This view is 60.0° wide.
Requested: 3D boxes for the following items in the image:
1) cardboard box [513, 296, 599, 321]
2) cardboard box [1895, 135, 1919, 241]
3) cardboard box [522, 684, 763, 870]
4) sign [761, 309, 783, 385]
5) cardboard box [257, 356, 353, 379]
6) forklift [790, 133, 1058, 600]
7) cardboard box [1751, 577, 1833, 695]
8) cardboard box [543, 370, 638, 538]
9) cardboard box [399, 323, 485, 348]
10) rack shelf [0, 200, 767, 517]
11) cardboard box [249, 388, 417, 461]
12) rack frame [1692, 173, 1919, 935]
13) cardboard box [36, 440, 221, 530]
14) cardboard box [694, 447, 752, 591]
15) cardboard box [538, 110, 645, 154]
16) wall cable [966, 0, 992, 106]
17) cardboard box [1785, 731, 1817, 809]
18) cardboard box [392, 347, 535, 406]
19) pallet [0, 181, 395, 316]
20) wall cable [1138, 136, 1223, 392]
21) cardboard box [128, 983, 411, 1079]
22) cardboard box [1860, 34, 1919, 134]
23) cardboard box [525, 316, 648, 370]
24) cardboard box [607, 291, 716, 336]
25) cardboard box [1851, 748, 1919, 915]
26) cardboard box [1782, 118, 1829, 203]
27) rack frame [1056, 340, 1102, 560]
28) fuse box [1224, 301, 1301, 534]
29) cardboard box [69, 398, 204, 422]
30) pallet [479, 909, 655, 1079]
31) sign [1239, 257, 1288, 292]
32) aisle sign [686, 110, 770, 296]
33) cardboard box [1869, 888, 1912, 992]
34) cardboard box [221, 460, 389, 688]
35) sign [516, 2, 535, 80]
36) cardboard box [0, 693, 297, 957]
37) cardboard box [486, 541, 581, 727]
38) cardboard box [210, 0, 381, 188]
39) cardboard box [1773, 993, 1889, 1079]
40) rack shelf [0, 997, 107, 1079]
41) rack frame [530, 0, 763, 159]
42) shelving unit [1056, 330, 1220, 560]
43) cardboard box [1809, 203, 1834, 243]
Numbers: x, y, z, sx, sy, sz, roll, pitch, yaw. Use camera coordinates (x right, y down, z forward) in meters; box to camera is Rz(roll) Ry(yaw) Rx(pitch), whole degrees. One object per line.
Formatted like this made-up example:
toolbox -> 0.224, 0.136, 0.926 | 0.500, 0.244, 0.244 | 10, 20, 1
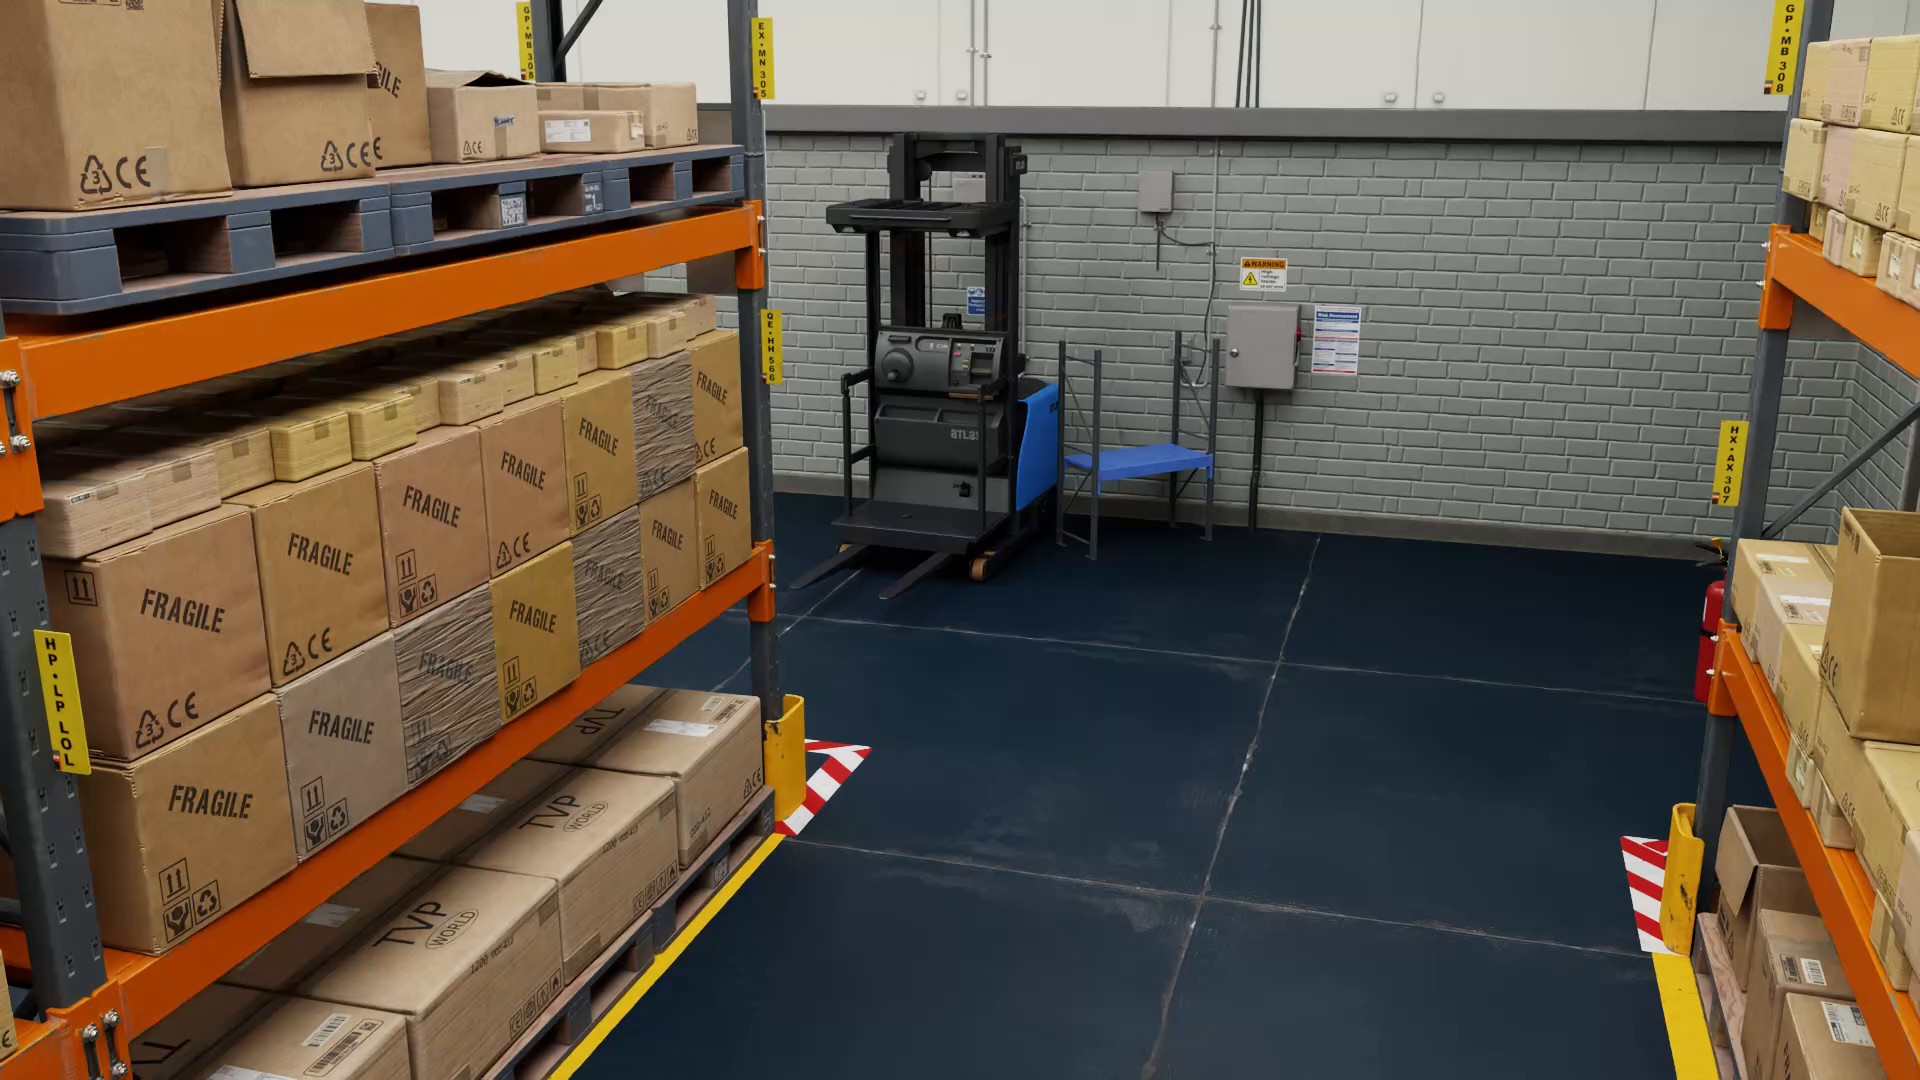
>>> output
cardboard box -> -1.709, -0.909, 6.834 | 0.380, 0.149, 0.250 | 5, 17, 17
cardboard box -> 2.628, -0.844, 4.041 | 0.500, 0.250, 0.500 | 4, 16, 15
cardboard box -> -1.429, 0.997, 7.241 | 0.875, 0.438, 0.875 | 4, 16, 14
sign -> -0.821, -0.839, 7.234 | 0.100, 0.325, 0.005 | 5, 16, 16
cardboard box -> -2.212, -0.509, 5.421 | 0.380, 0.149, 0.250 | 5, 16, 16
forklift -> -0.222, -1.250, 11.366 | 1.130, 2.935, 3.031 | 6, 17, 20
cardboard box -> 2.893, 0.329, 5.402 | 0.500, 0.250, 0.500 | 5, 17, 16
cardboard box -> -1.510, -0.330, 5.980 | 0.500, 0.500, 0.500 | 5, 16, 16
cardboard box -> -1.975, -0.707, 6.121 | 0.380, 0.149, 0.250 | 5, 17, 16
rack shelf -> -1.905, -0.787, 5.429 | 1.077, 0.370, 4.000 | 5, 16, 16
cardboard box -> -1.813, -0.337, 4.815 | 0.380, 0.149, 0.250 | 4, 16, 14
rack frame -> 3.423, 0.170, 6.232 | 1.000, 3.000, 0.127 | 5, 16, 16
cardboard box -> -2.078, -0.139, 4.118 | 0.380, 0.149, 0.250 | 5, 17, 17
cardboard box -> -1.220, -0.115, 7.054 | 0.500, 0.500, 0.500 | 5, 17, 16
cardboard box -> -1.421, -1.545, 6.291 | 0.380, 0.149, 0.250 | 3, 16, 12
wall cable -> 0.010, -4.610, 12.090 | 0.463, 3.000, 0.029 | 5, 16, 16
cardboard box -> 2.653, 0.689, 4.863 | 0.380, 0.149, 0.250 | 4, 16, 14
cardboard box -> -1.649, -0.540, 5.532 | 0.380, 0.149, 0.250 | 5, 17, 18
pallet -> -2.231, -0.781, 4.250 | 1.003, 0.211, 1.213 | 5, 16, 16
wall cable -> 1.606, -2.072, 12.277 | 0.588, 1.984, 0.122 | 5, 16, 16
cardboard box -> -2.192, 1.708, 4.738 | 0.875, 0.438, 0.875 | 4, 16, 15
cardboard box -> 2.764, -1.223, 4.462 | 0.500, 0.250, 0.500 | 4, 16, 15
cardboard box -> -1.400, -0.740, 6.238 | 0.380, 0.149, 0.250 | 5, 17, 17
cardboard box -> -1.247, -0.945, 6.961 | 0.380, 0.149, 0.250 | 5, 17, 17
cardboard box -> 2.480, 0.732, 3.981 | 0.500, 0.250, 0.500 | 5, 16, 15
cardboard box -> 3.035, -1.249, 5.468 | 0.500, 0.250, 0.500 | 4, 16, 15
rack frame -> 0.839, -0.639, 11.834 | 0.032, 1.500, 0.500 | -9, 18, -28
fuse box -> 2.216, -0.870, 12.260 | 0.539, 1.711, 0.414 | 5, 16, 16
cardboard box -> -2.377, -0.306, 4.707 | 0.380, 0.149, 0.250 | 4, 16, 15
pallet -> -1.838, 1.661, 6.085 | 1.003, 0.211, 1.213 | 5, 16, 16
sign -> 2.222, -1.945, 12.177 | 0.339, 0.242, 0.001 | 5, 16, 16
aisle sign -> -1.019, -1.459, 7.212 | 0.394, 0.787, 0.004 | 5, 16, 16
cardboard box -> 2.385, 0.960, 3.910 | 0.380, 0.149, 0.250 | 4, 16, 15
cardboard box -> -1.957, 0.066, 4.583 | 0.500, 0.500, 0.500 | 4, 16, 15
sign -> -1.867, -2.160, 7.203 | 0.100, 0.325, 0.005 | 5, 16, 16
cardboard box -> -2.089, 0.682, 4.243 | 0.500, 0.500, 0.500 | 5, 17, 18
cardboard box -> -1.648, 0.287, 5.638 | 0.500, 0.500, 0.500 | 5, 17, 18
cardboard box -> -2.121, -1.265, 4.654 | 0.797, 0.503, 0.637 | 6, 17, 20
cardboard box -> 2.632, 1.675, 4.739 | 0.500, 0.500, 0.500 | 5, 17, 17
rack shelf -> -3.042, 1.702, 2.149 | 1.077, 0.370, 4.000 | 5, 16, 16
rack frame -> -1.337, -3.100, 6.767 | 1.000, 3.000, 0.127 | 5, 16, 16
shelving unit -> 1.284, -0.706, 12.071 | 1.048, 1.500, 0.538 | -9, 18, -28
cardboard box -> 3.110, -1.086, 5.626 | 0.380, 0.149, 0.250 | 5, 17, 17
